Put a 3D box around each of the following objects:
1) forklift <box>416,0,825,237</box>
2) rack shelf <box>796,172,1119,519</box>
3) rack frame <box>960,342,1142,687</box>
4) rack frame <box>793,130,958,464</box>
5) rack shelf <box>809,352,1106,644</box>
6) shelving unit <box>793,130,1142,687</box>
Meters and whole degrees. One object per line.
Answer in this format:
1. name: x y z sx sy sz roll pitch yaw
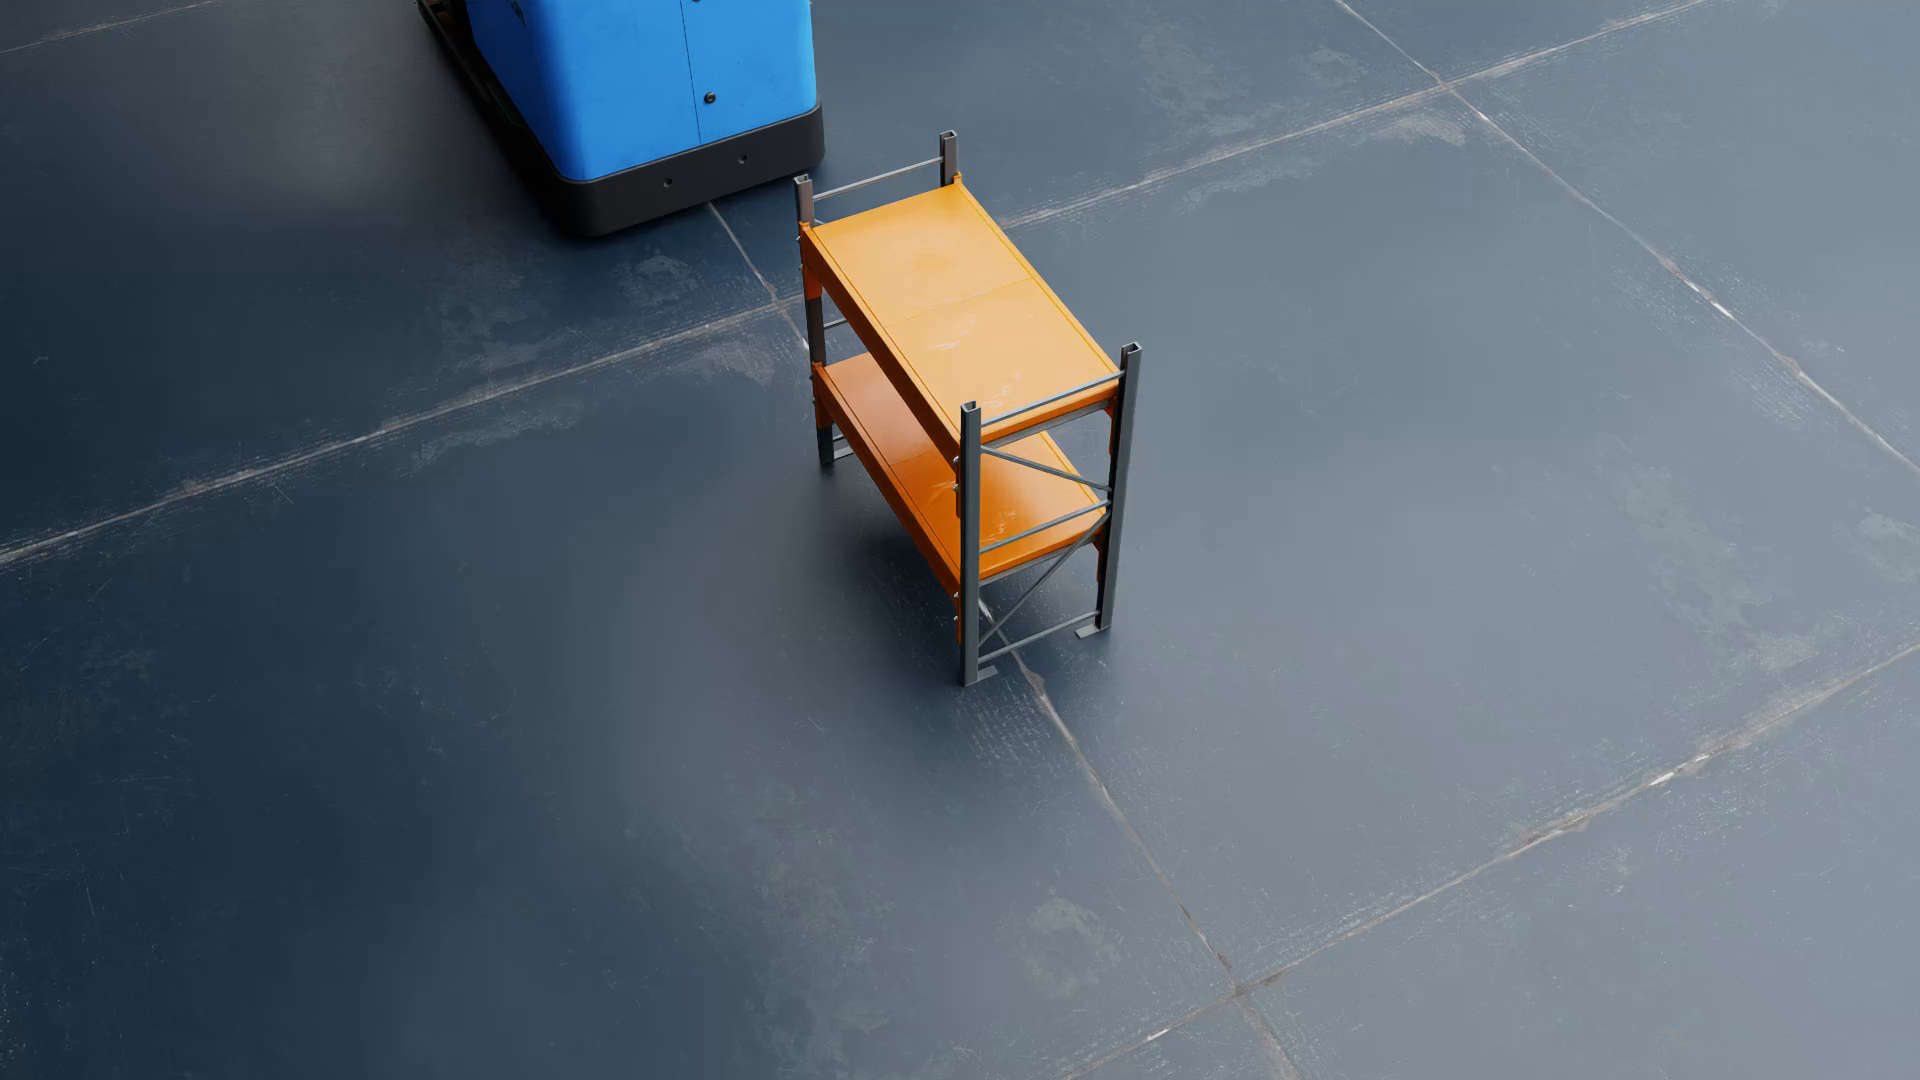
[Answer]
1. forklift: -1.679 -3.195 6.097 1.130 2.935 3.031 -23 53 -19
2. rack shelf: -0.003 -0.568 4.610 0.538 0.278 1.000 -21 52 -18
3. rack frame: 0.230 -0.035 4.533 0.500 1.125 0.032 -21 52 -18
4. rack frame: -0.236 -0.715 5.128 0.500 1.125 0.032 -21 52 -18
5. rack shelf: -0.003 -0.214 5.015 0.538 0.278 1.000 -21 52 -18
6. shelving unit: -0.003 -0.375 4.831 0.538 1.125 1.048 -21 52 -18
